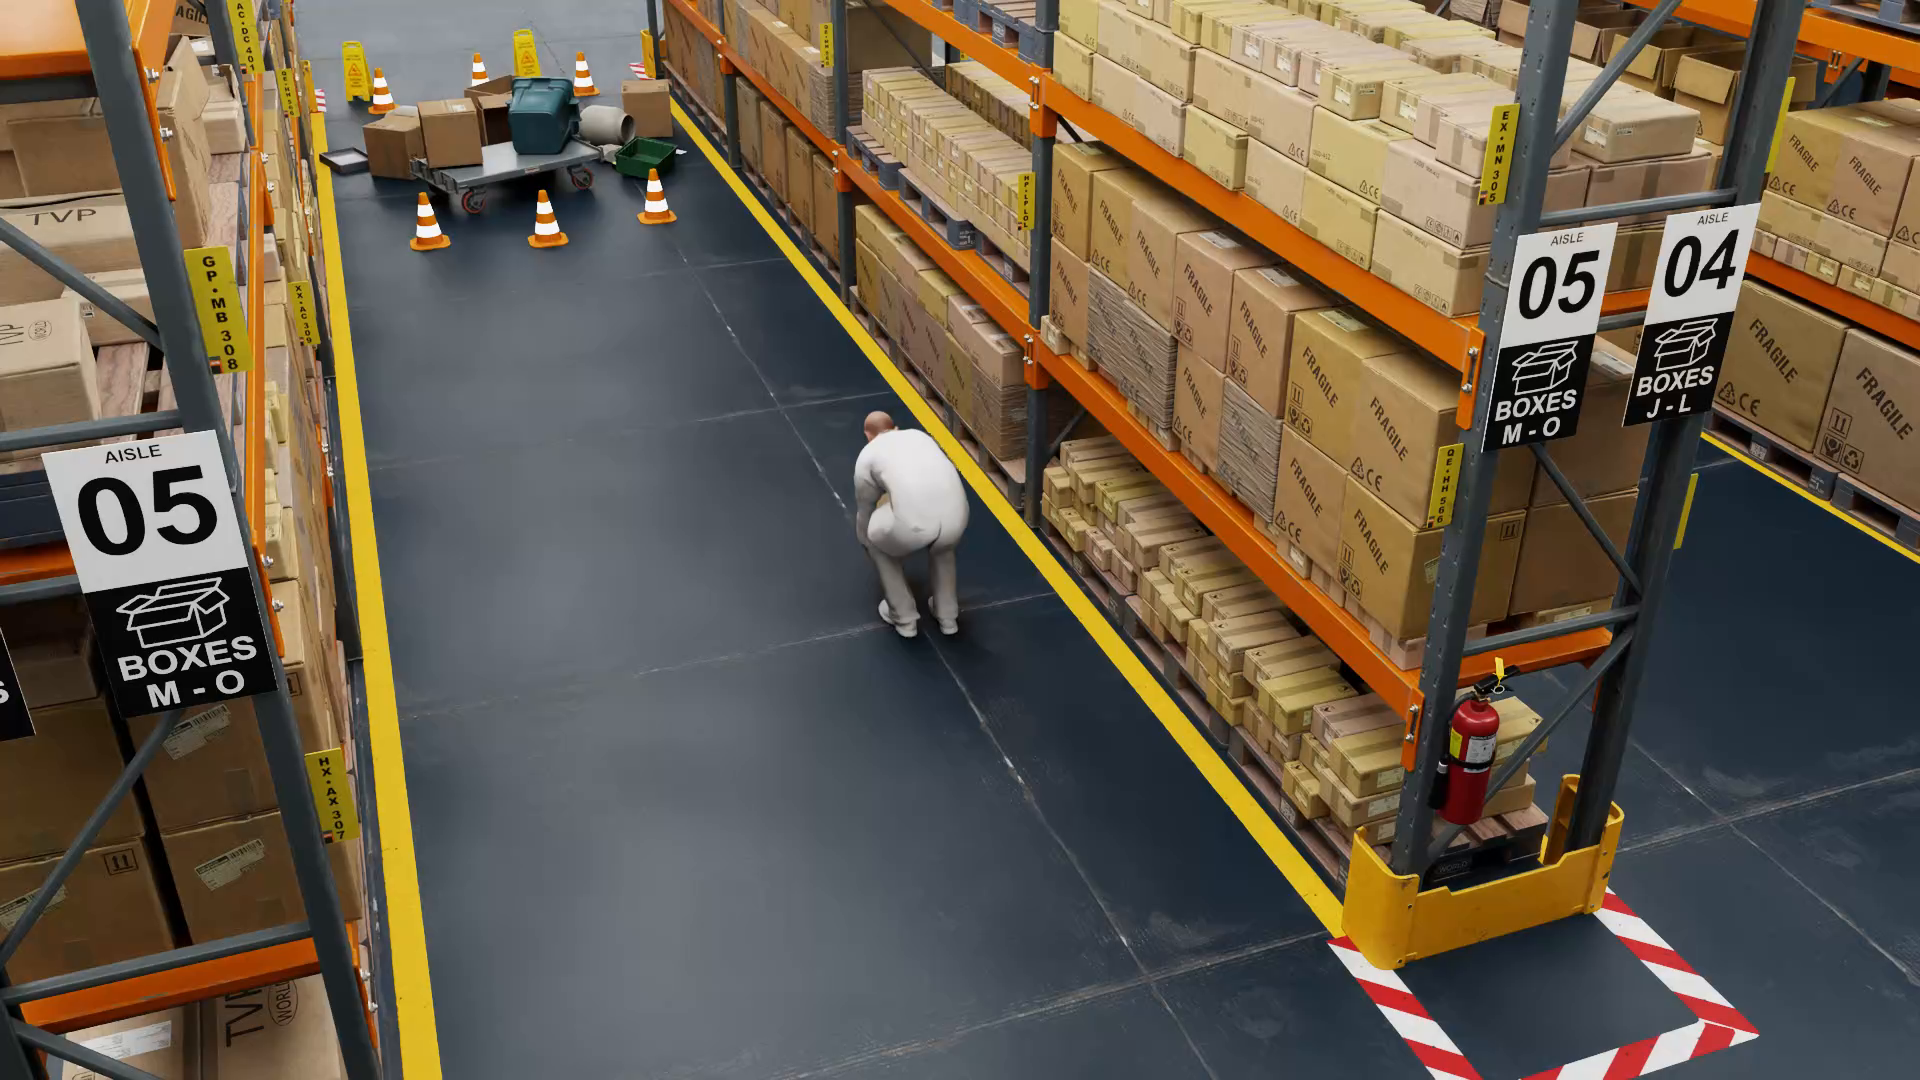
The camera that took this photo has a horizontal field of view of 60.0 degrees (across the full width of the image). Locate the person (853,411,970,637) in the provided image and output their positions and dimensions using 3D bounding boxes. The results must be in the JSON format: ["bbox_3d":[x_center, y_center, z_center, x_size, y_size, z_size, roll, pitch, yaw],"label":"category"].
[{"bbox_3d":[-0.282,-0.075,9.208,0.582,1.079,0.941,-12,32,-20],"label":"person"}]
